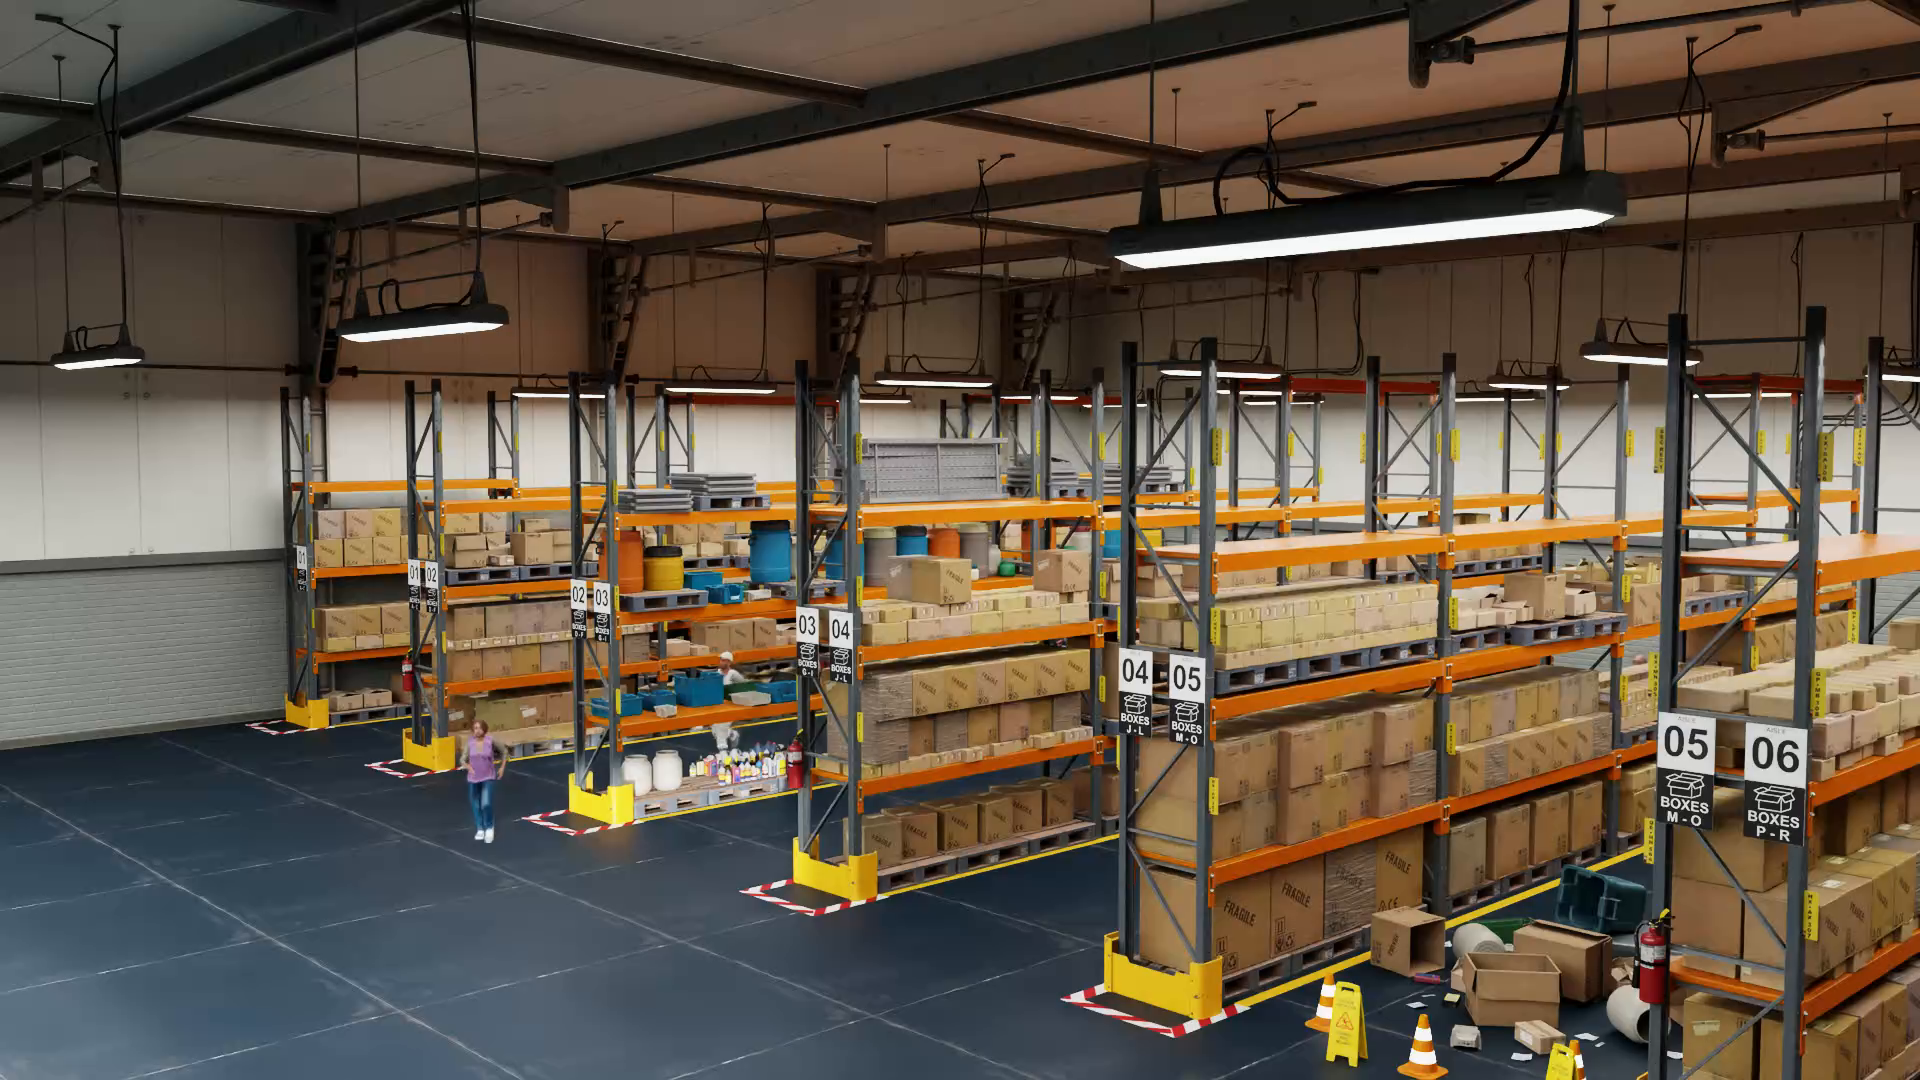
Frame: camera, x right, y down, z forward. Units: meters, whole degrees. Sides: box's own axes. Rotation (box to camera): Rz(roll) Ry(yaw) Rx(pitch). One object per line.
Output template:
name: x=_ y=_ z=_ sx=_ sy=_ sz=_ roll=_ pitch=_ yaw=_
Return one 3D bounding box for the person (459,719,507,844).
person: x=-5.999 y=3.036 z=20.899 sx=0.559 sy=1.589 sz=0.637 roll=0 pitch=4 yaw=-6

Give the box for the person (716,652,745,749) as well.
person: x=-3.694 y=2.631 z=26.073 sx=0.626 sy=1.749 sz=0.551 roll=2 pitch=4 yaw=34
